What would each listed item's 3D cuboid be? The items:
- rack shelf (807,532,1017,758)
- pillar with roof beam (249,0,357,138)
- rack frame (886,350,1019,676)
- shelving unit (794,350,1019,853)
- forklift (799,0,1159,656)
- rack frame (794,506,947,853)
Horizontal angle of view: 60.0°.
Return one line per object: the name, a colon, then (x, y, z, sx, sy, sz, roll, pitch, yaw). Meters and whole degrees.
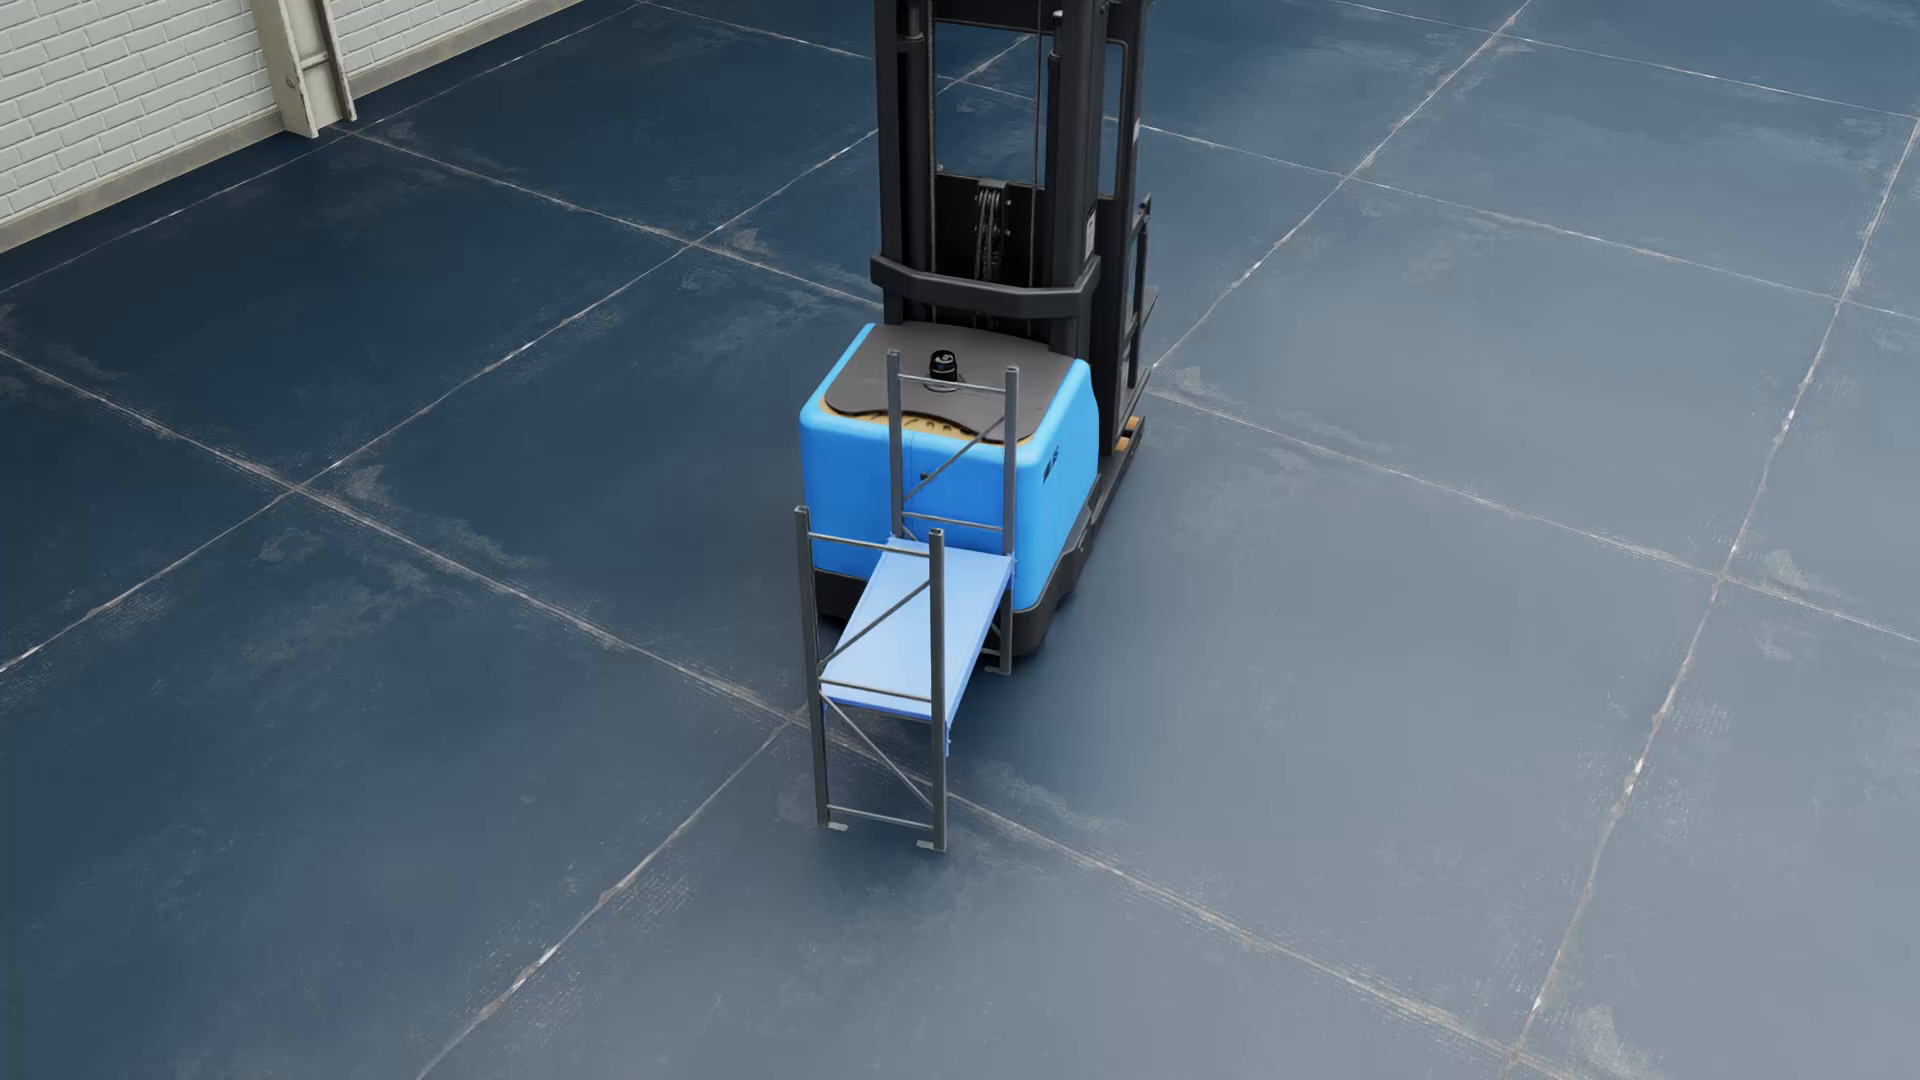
rack shelf: (-0.162, 0.373, 6.333, 0.538, 0.185, 1.000, 9, 39, 12)
pillar with roof beam: (-0.783, -5.032, 6.908, 9.100, 9.000, 0.400, 21, 42, 25)
rack frame: (-0.029, -0.069, 6.611, 0.500, 1.500, 0.032, 9, 39, 12)
shelving unit: (-0.162, 0.230, 6.223, 0.538, 1.500, 1.048, 9, 39, 12)
forklift: (0.290, -1.576, 7.393, 1.130, 2.935, 3.031, 12, 39, 15)
rack frame: (-0.296, 0.530, 5.834, 0.500, 1.500, 0.032, 9, 39, 12)
